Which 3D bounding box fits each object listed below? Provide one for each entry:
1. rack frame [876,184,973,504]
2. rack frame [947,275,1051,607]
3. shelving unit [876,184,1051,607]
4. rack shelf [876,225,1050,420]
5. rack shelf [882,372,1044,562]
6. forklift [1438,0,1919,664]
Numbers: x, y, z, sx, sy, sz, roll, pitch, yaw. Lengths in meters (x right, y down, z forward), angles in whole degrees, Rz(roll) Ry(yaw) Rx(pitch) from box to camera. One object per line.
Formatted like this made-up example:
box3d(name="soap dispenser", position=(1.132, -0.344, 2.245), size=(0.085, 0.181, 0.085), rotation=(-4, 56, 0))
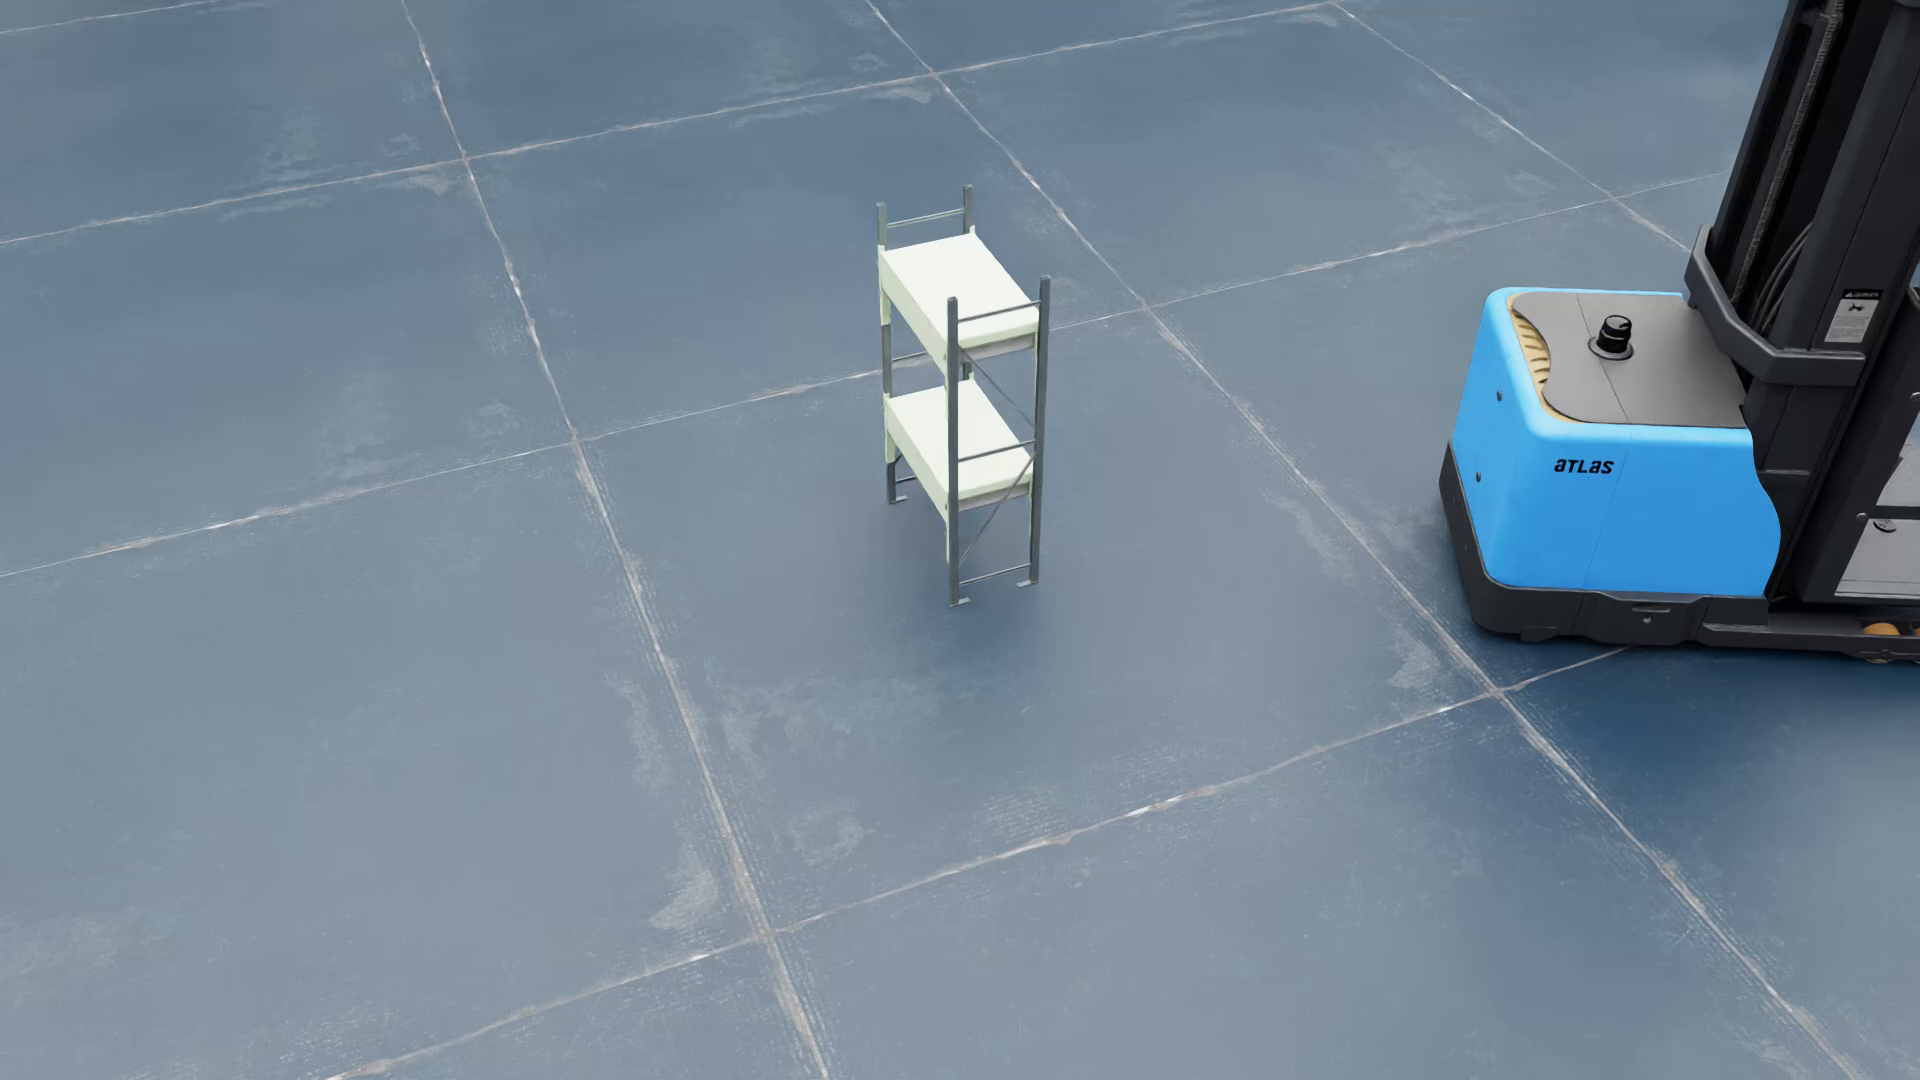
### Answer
box3d(name="rack frame", position=(-0.137, -0.785, 7.013), size=(0.400, 1.500, 0.023), rotation=(-15, 43, -17))
box3d(name="rack frame", position=(0.143, -0.344, 6.500), size=(0.400, 1.500, 0.023), rotation=(-15, 43, -17))
box3d(name="shelving unit", position=(0.003, -0.565, 6.756), size=(0.431, 1.500, 0.755), rotation=(-15, 43, -17))
box3d(name="rack shelf", position=(0.003, -0.861, 6.502), size=(0.431, 0.370, 0.720), rotation=(-15, 43, -17))
box3d(name="rack shelf", position=(0.003, -0.317, 6.969), size=(0.431, 0.370, 0.720), rotation=(-15, 43, -17))
box3d(name="forklift", position=(3.624, -0.969, 6.129), size=(3.031, 2.935, 1.130), rotation=(2, 41, 3))
